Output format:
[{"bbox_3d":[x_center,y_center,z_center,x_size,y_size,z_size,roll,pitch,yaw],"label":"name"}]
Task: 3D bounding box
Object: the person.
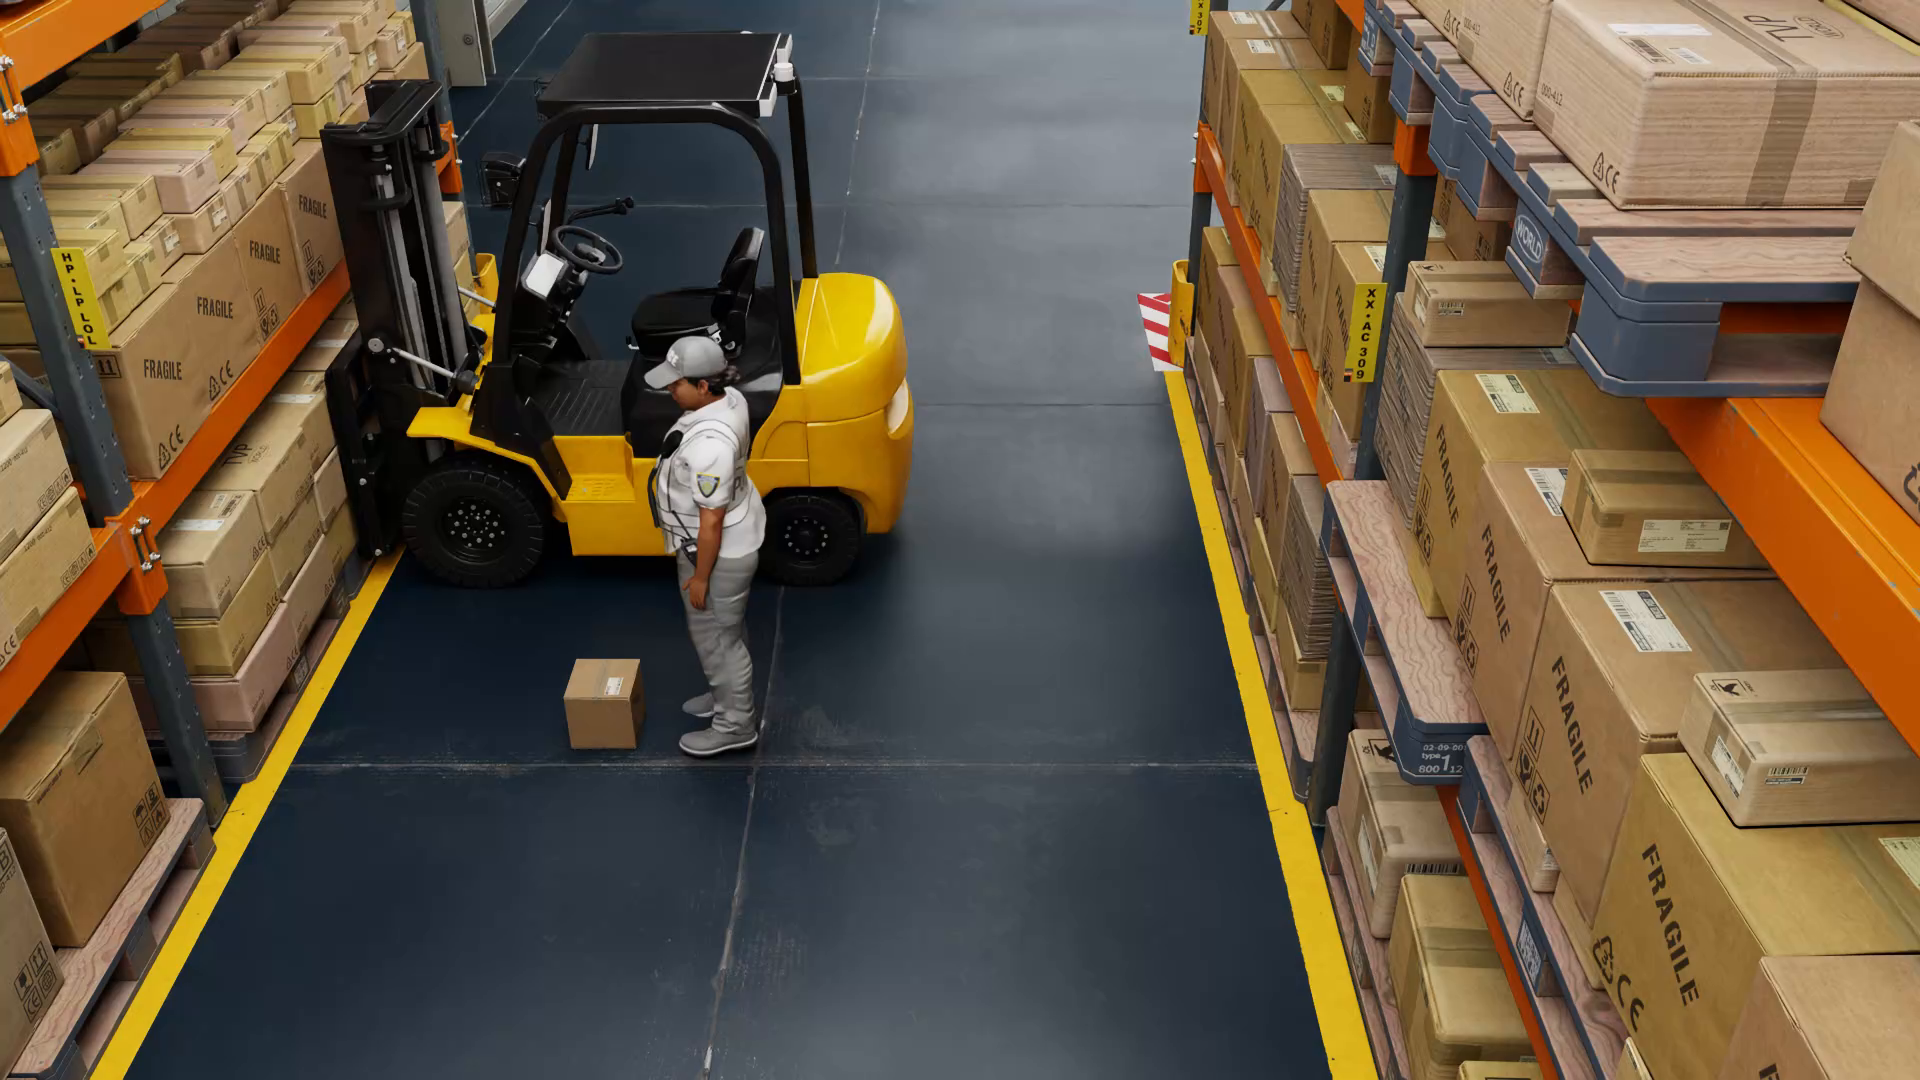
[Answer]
[{"bbox_3d":[-0.917,0.049,6.076,0.383,1.698,0.501,0,32,0],"label":"person"}]
